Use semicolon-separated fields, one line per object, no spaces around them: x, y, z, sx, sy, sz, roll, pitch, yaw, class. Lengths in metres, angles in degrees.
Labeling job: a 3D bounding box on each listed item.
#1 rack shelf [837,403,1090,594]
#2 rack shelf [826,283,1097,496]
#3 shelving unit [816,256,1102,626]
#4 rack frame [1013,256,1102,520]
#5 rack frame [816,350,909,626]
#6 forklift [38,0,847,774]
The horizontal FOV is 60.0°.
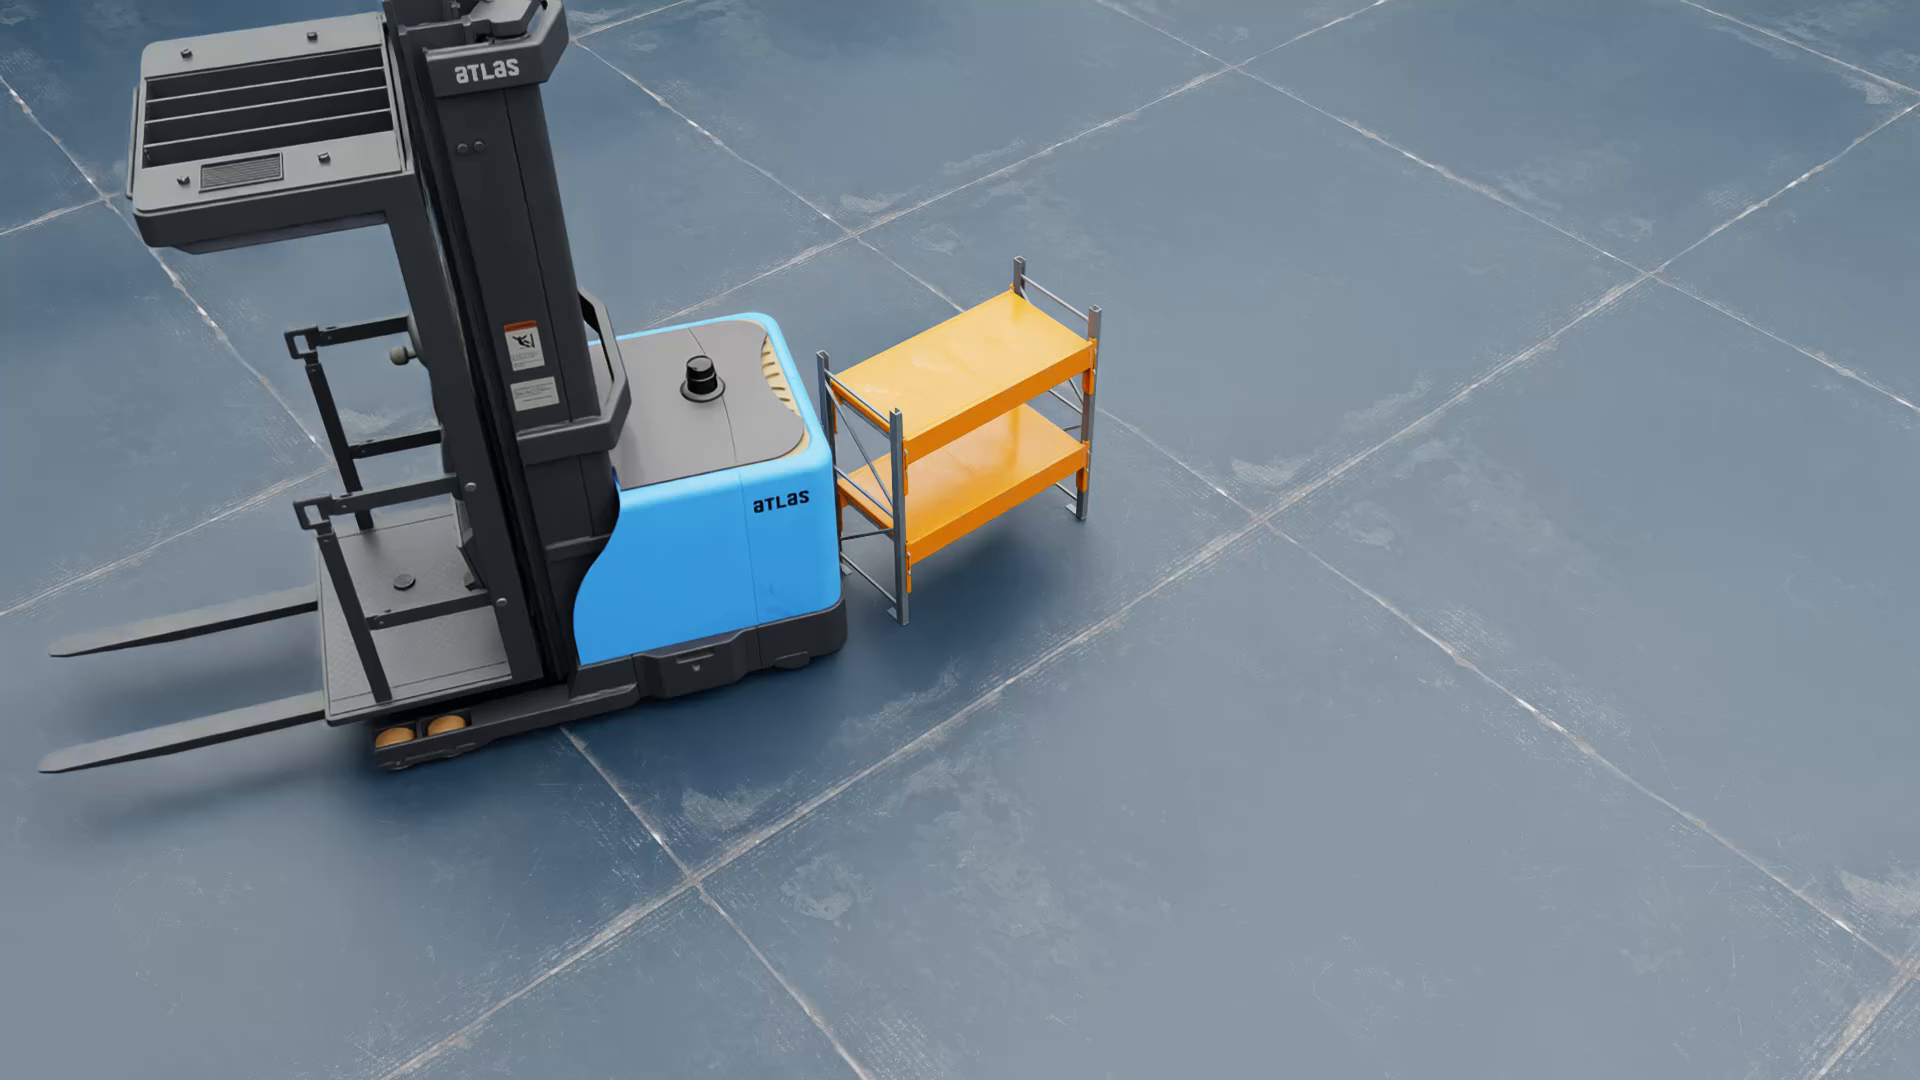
0.005;-0.235;7.089;1.000;0.278;0.538;-30;51;-28;rack shelf
0.005;-0.626;6.721;1.000;0.278;0.538;-30;51;-28;rack shelf
0.005;-0.413;6.922;1.048;1.125;0.538;-30;51;-28;shelving unit
0.395;-0.636;7.159;0.032;1.125;0.500;-30;51;-28;rack frame
-0.385;-0.190;6.684;0.032;1.125;0.500;-30;51;-28;rack frame
-2.034;-0.598;5.800;3.031;2.935;1.130;-13;45;-13;forklift
